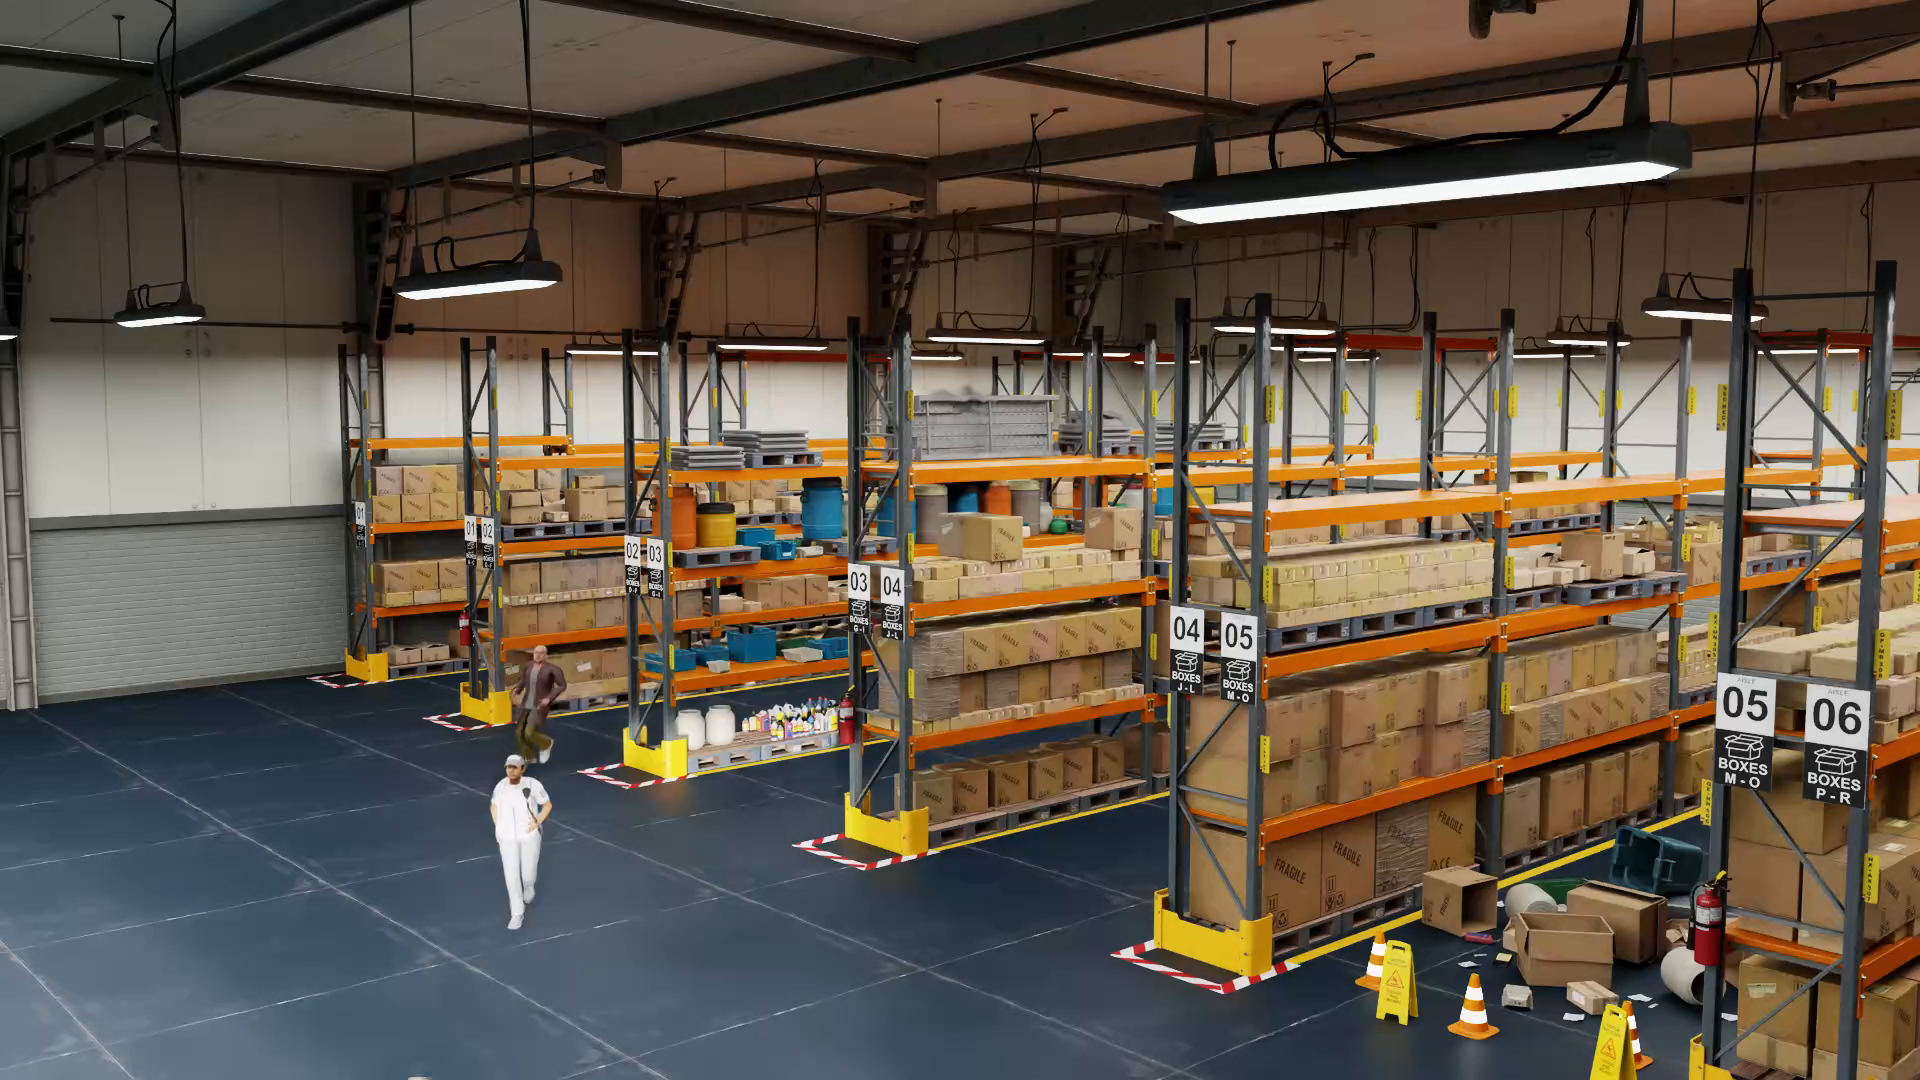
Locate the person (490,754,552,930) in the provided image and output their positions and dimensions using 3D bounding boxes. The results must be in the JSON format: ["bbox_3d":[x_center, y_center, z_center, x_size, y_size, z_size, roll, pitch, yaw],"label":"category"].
[{"bbox_3d":[-4.297,2.906,16.260,0.602,1.660,0.686,0,5,-5],"label":"person"}]

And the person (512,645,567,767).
[{"bbox_3d":[-5.800,2.282,22.806,0.714,1.703,0.614,3,6,26],"label":"person"}]
